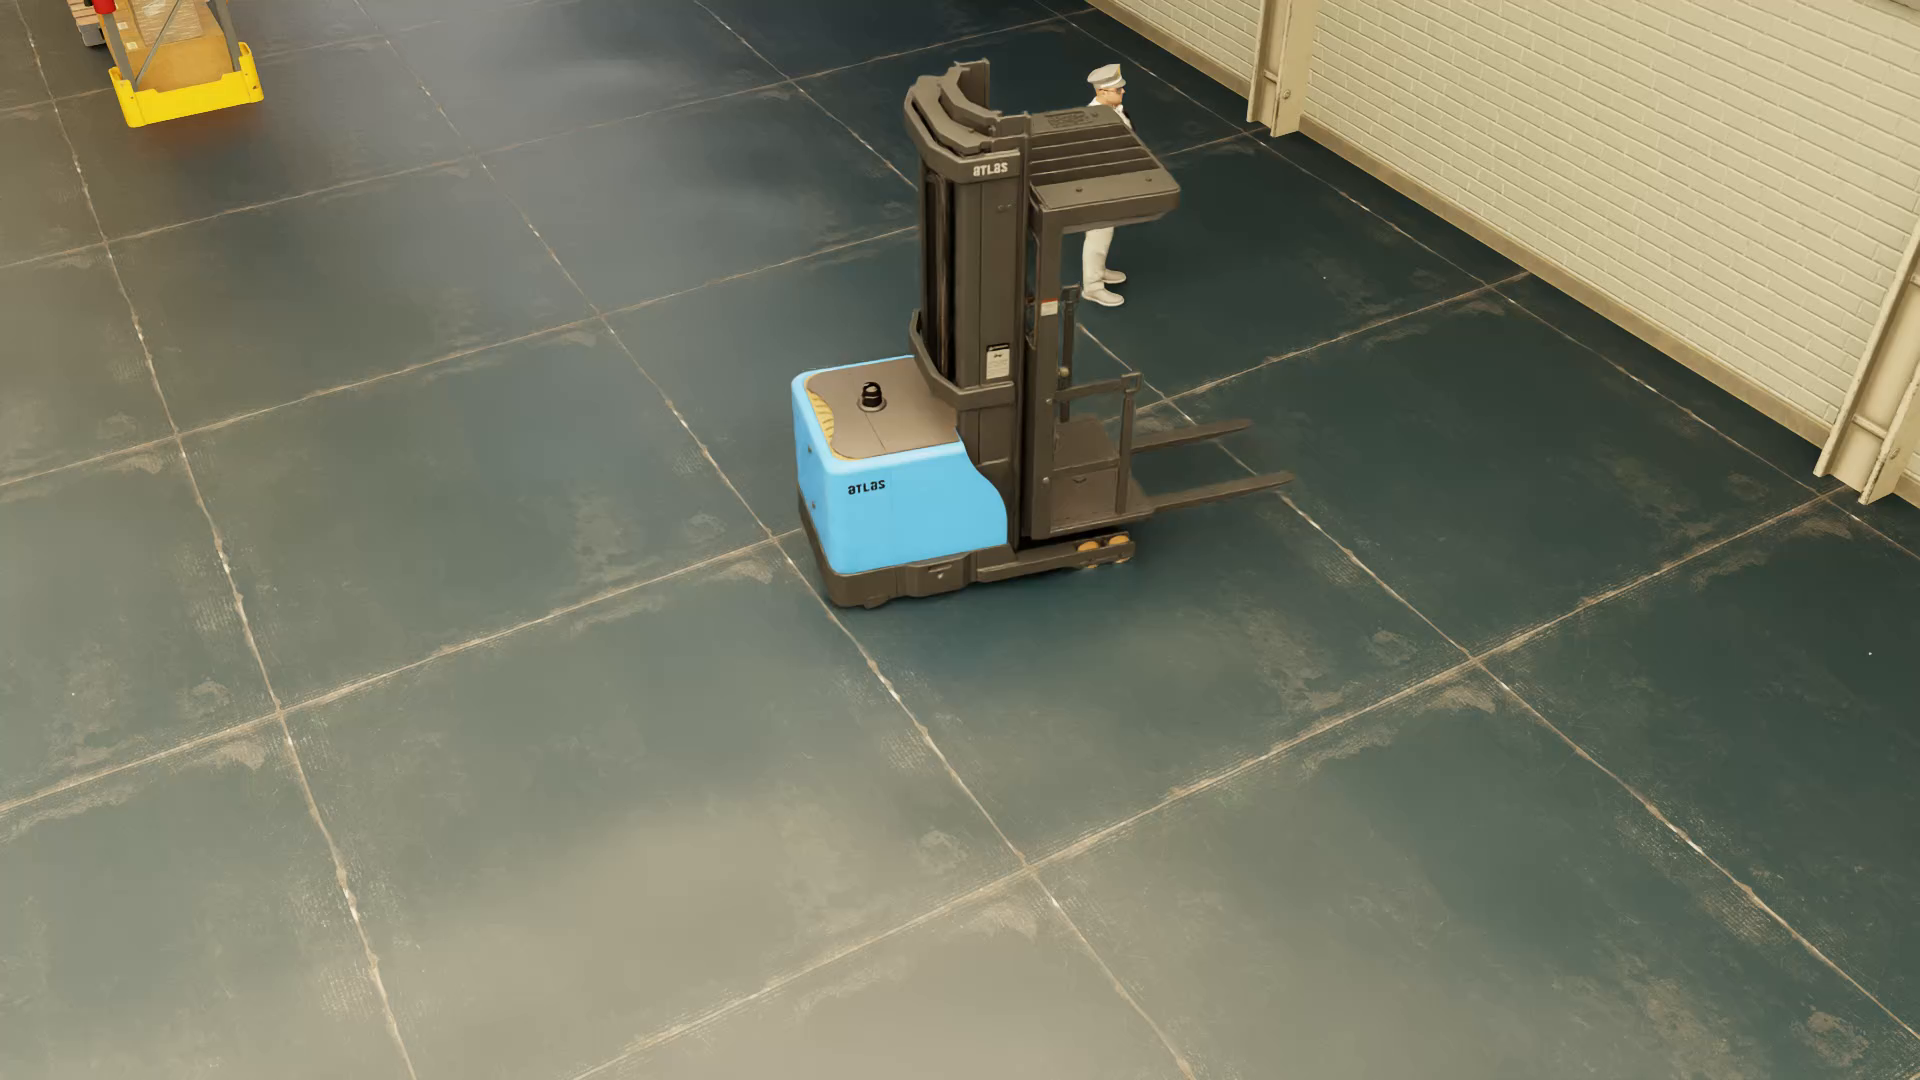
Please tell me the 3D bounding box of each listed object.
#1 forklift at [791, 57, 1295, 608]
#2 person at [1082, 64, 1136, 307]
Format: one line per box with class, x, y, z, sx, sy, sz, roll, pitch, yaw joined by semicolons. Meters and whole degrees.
forklift;0.561;-1.266;9.563;3.031;2.935;1.130;-11;41;-13
person;1.061;-2.598;12.082;0.410;1.770;0.528;6;40;8
